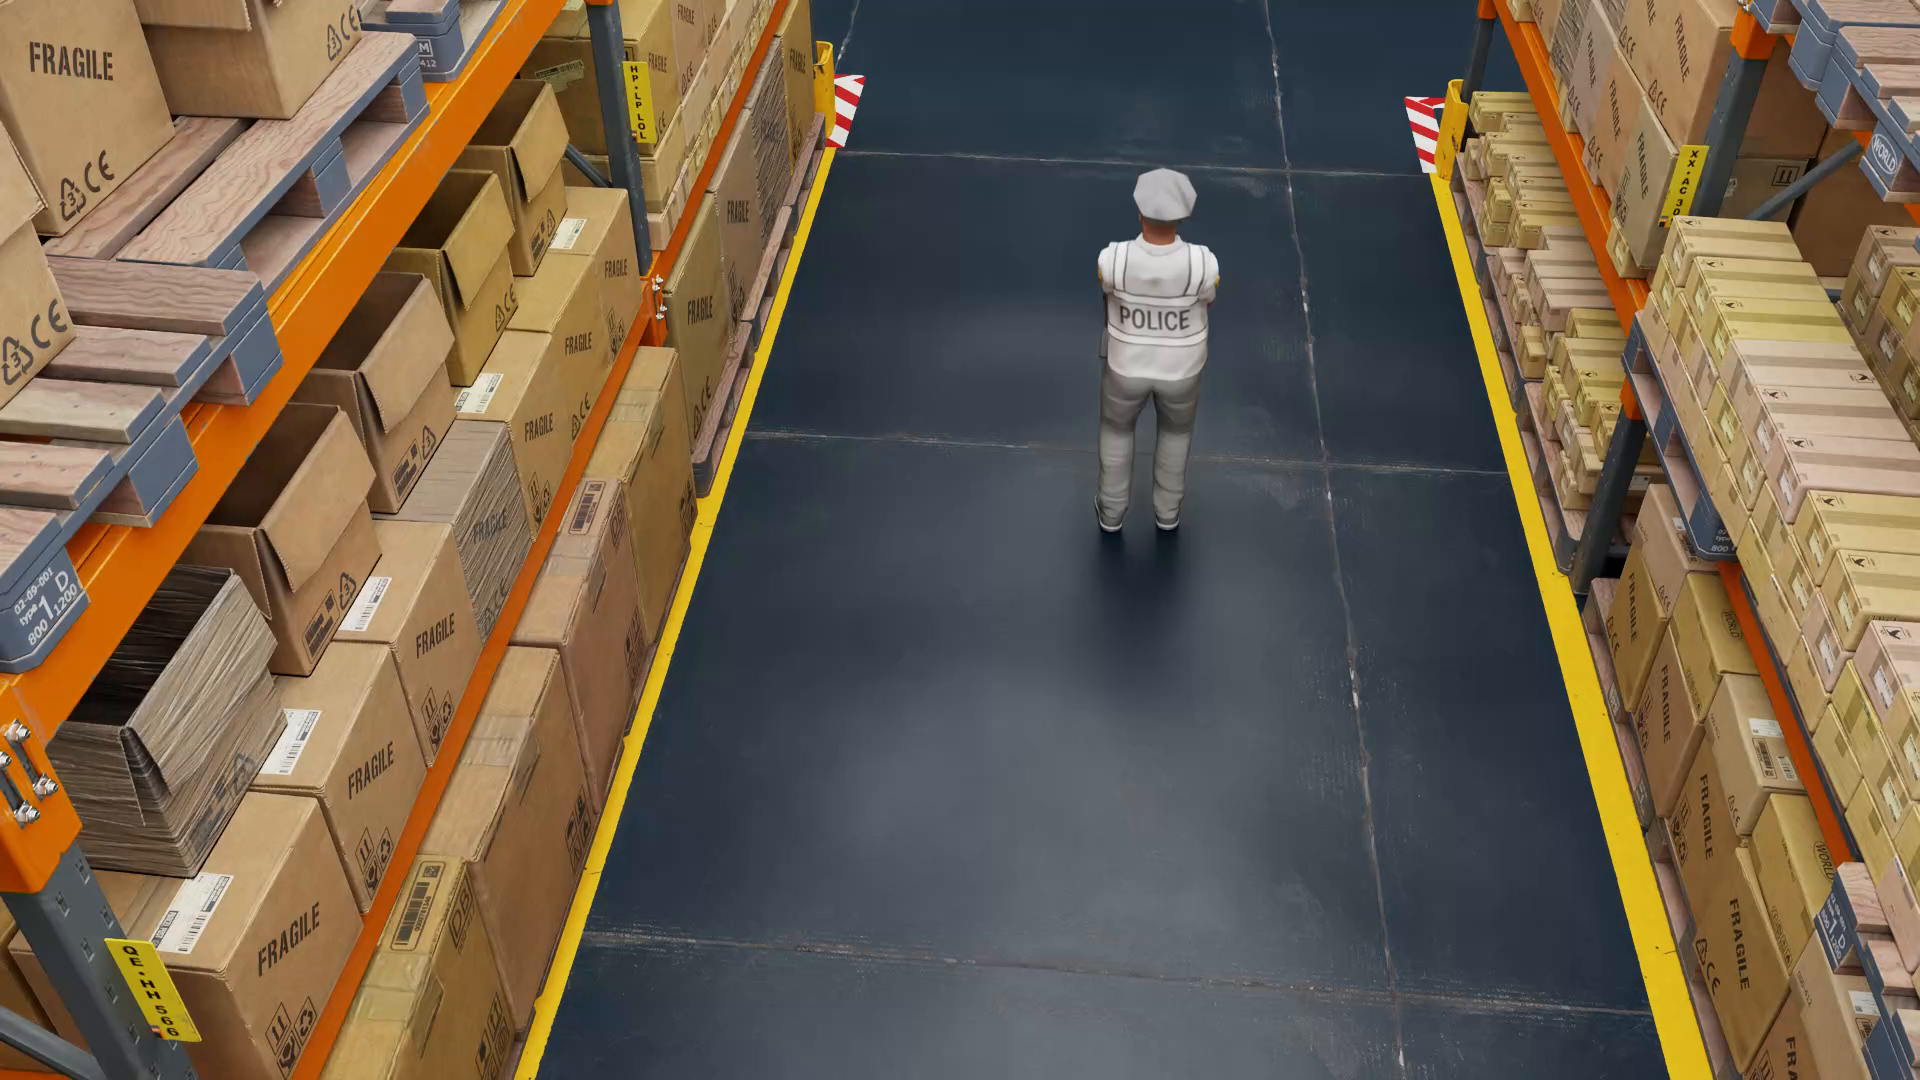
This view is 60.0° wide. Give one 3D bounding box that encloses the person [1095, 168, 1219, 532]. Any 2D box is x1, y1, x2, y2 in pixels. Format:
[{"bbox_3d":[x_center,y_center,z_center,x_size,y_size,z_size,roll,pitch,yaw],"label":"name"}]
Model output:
[{"bbox_3d":[0.819,-0.823,7.127,0.494,1.767,0.565,4,40,5],"label":"person"}]
